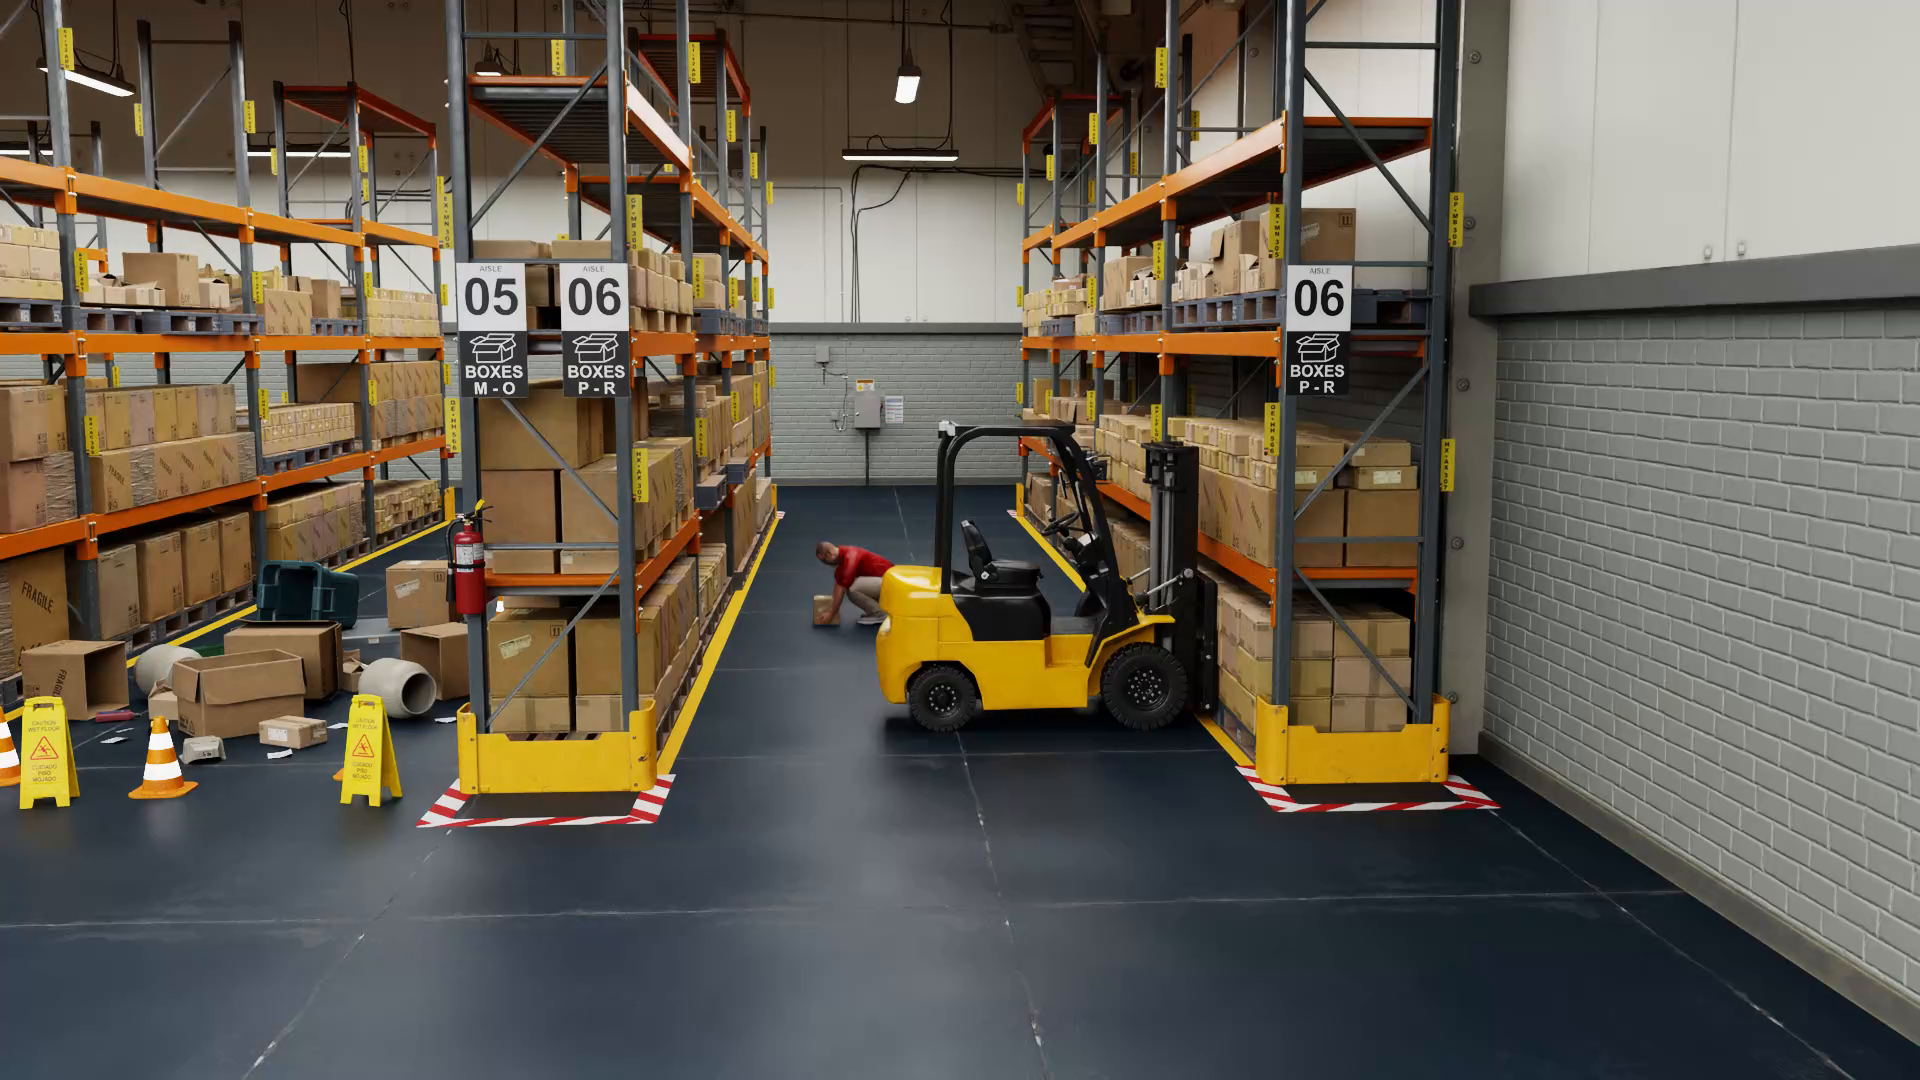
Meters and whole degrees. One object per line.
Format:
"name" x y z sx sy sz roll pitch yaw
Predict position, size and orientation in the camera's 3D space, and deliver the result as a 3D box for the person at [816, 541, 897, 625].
"person" -0.968 0.428 16.276 0.872 0.855 0.545 0 7 -4
